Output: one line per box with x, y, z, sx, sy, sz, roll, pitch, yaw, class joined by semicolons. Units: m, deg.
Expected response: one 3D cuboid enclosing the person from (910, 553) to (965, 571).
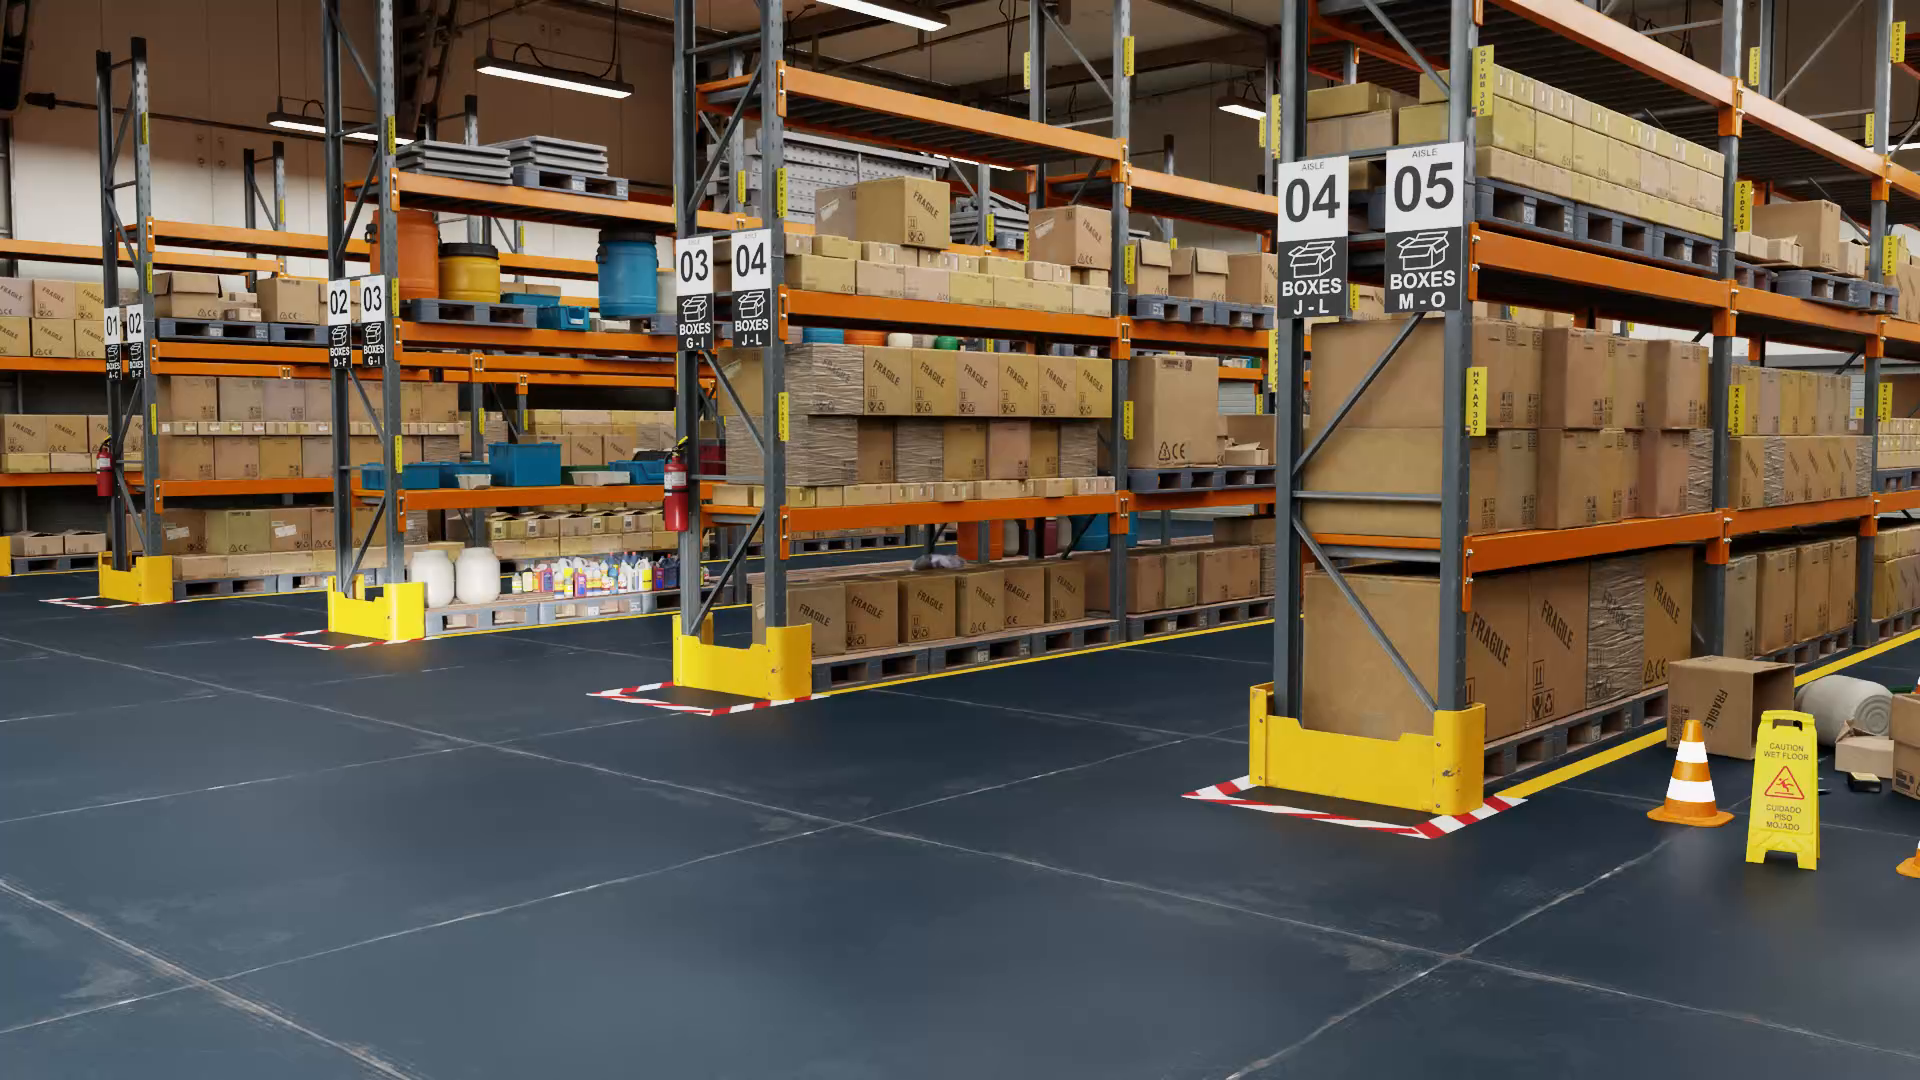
-0.218;0.479;15.515;0.509;0.736;0.910;2;4;23;person
